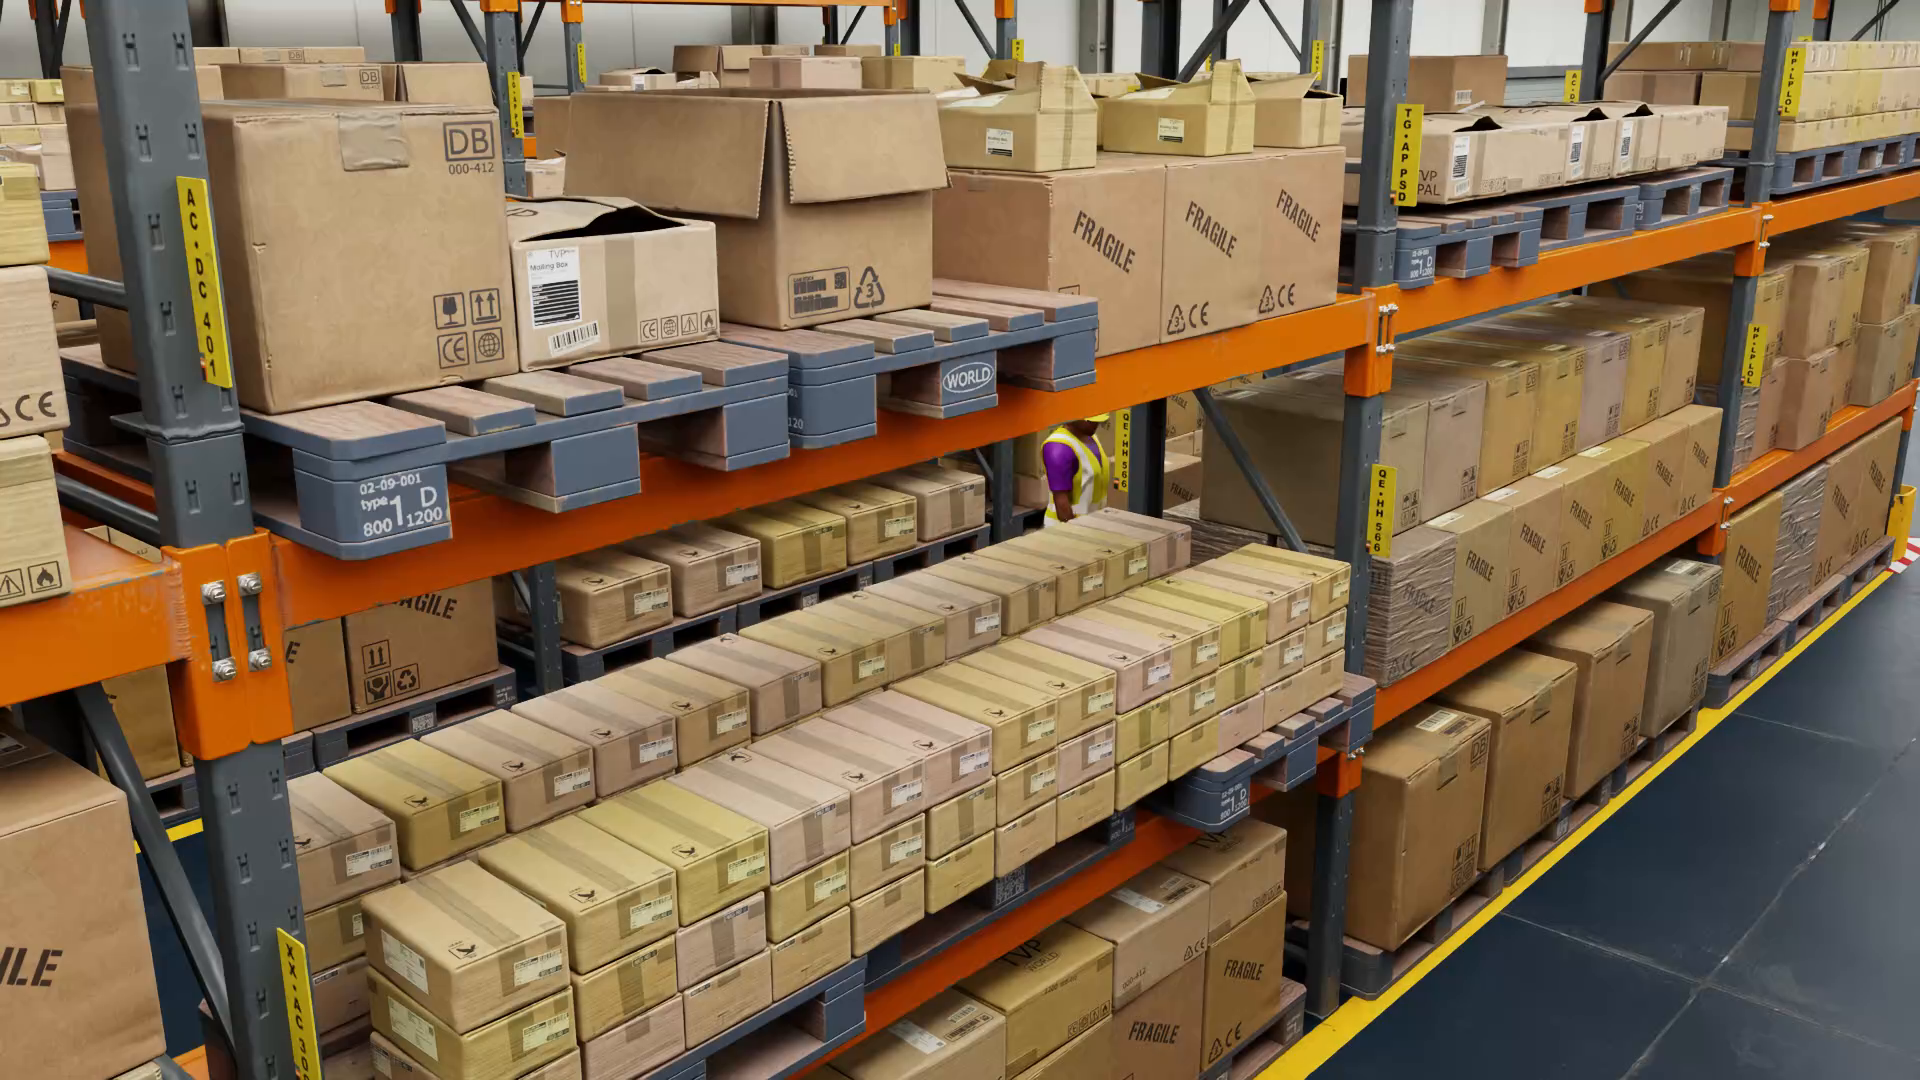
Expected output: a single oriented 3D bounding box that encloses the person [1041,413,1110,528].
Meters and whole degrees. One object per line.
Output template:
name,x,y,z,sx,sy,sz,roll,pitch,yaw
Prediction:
person,0.707,-0.060,9.679,0.703,1.746,0.583,8,19,25
